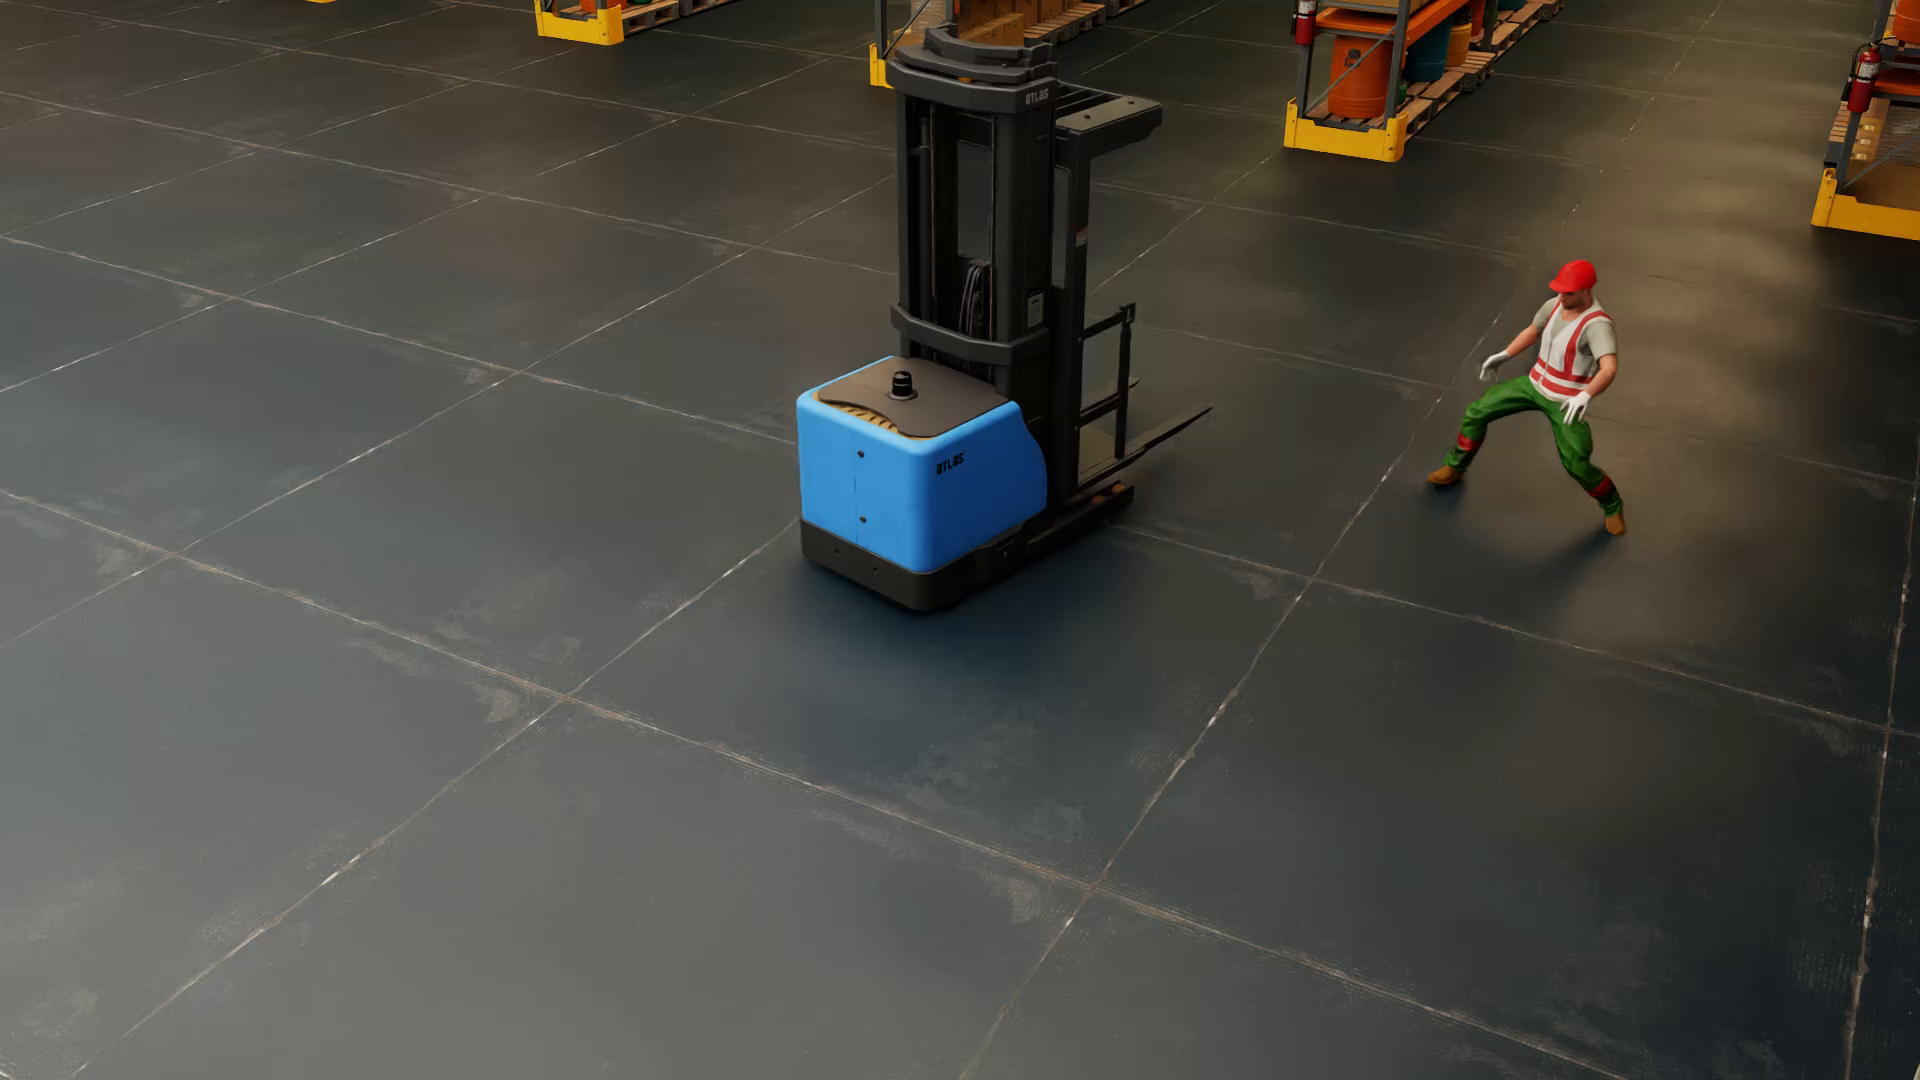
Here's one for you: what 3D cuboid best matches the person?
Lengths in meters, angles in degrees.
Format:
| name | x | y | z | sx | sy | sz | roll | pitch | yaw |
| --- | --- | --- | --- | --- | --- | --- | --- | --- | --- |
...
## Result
| name | x | y | z | sx | sy | sz | roll | pitch | yaw |
| --- | --- | --- | --- | --- | --- | --- | --- | --- | --- |
| person | 3.539 | -0.888 | 9.978 | 0.943 | 1.626 | 1.011 | -10 | 31 | -17 |

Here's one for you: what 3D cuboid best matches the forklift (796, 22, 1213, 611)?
| name | x | y | z | sx | sy | sz | roll | pitch | yaw |
| --- | --- | --- | --- | --- | --- | --- | --- | --- | --- |
| forklift | 0.429 | -1.530 | 9.721 | 1.130 | 2.935 | 3.031 | 24 | 38 | 35 |
